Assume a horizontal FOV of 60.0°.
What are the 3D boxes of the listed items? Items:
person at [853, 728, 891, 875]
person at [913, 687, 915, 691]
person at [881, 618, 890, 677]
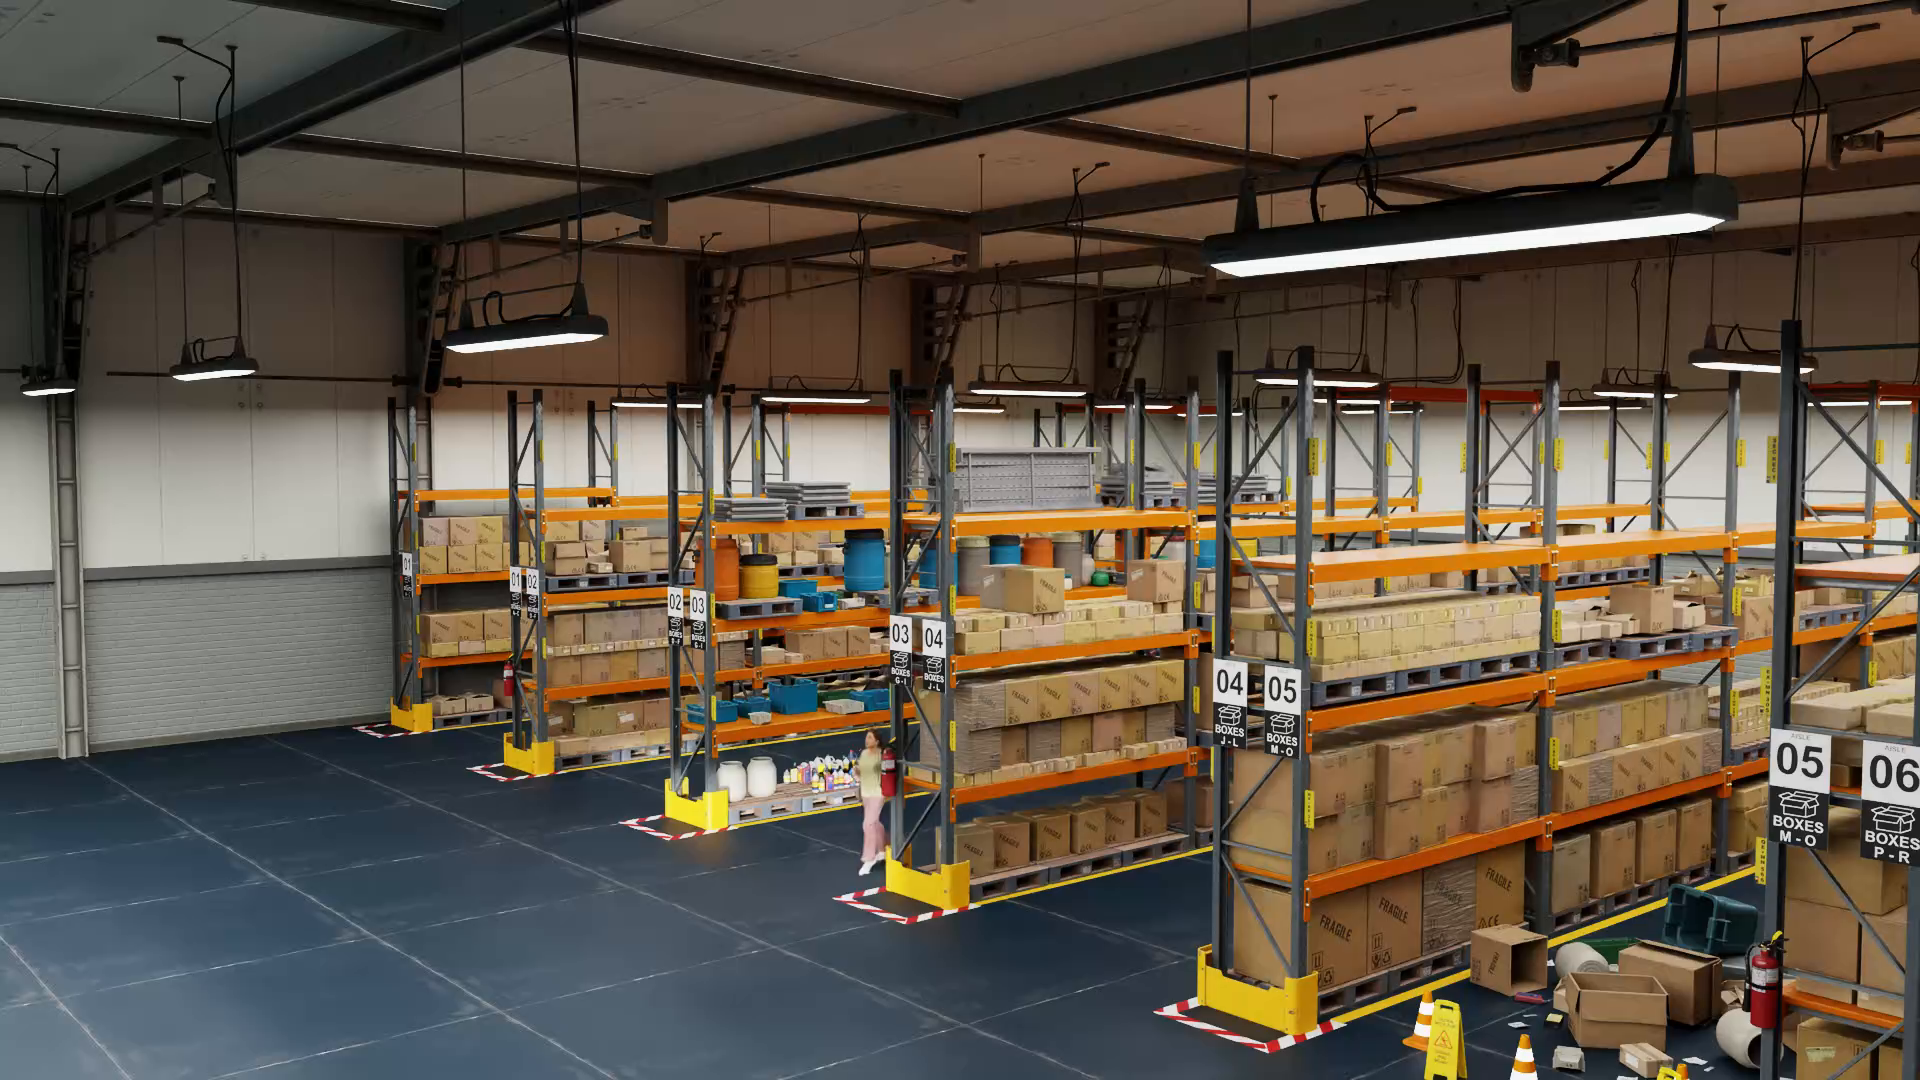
[{"bbox_3d":[-1.046,3.148,20.211,0.573,1.739,0.727,3,5,44],"label":"person"},{"bbox_3d":[-0.530,2.754,28.037,0.563,1.519,0.572,3,5,43],"label":"person"},{"bbox_3d":[-1.355,2.396,32.918,0.784,1.713,0.665,-3,5,-44],"label":"person"}]
